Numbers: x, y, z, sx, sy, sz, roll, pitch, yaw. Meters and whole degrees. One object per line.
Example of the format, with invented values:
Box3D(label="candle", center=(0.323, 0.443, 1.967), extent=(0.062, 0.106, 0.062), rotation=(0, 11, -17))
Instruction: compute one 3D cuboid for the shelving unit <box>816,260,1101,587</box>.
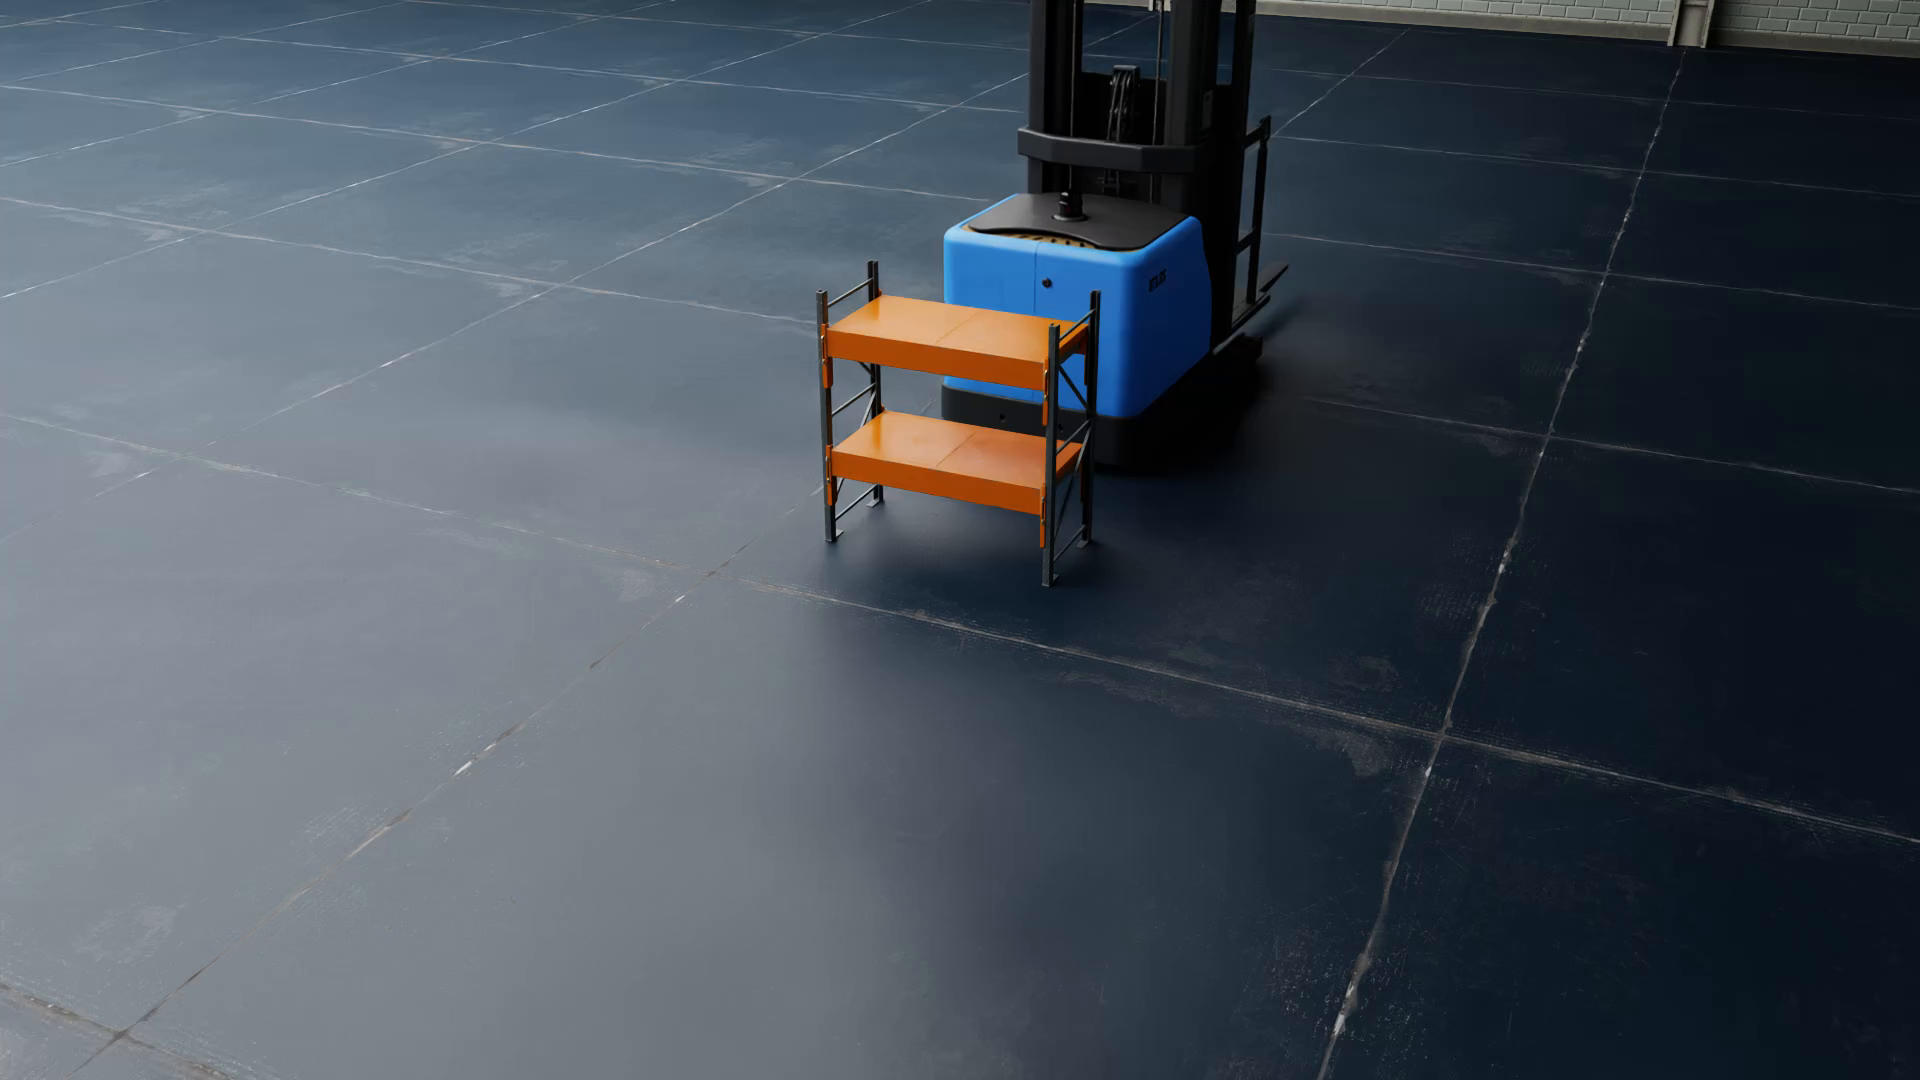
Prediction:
Box3D(label="shelving unit", center=(-0.006, -0.506, 7.004), extent=(1.048, 1.125, 0.538), rotation=(11, 28, 22))

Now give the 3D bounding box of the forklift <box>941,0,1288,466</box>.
Box3D(label="forklift", center=(1.024, -2.281, 8.564), extent=(1.130, 2.935, 3.031), rotation=(13, 29, 24))

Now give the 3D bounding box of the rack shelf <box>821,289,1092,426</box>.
Box3D(label="rack shelf", center=(-0.006, -0.768, 6.875), extent=(1.000, 0.278, 0.538), rotation=(11, 28, 22))

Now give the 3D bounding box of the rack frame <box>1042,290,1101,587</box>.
Box3D(label="rack frame", center=(0.457, -0.413, 6.815), extent=(0.032, 1.125, 0.500), rotation=(11, 28, 22))

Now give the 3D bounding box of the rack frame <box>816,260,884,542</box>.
Box3D(label="rack frame", center=(-0.469, -0.599, 7.193), extent=(0.032, 1.125, 0.500), rotation=(11, 28, 22))

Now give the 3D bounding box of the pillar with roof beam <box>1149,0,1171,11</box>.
Box3D(label="pillar with roof beam", center=(0.789, -8.875, 15.088), extent=(0.400, 9.000, 9.100), rotation=(11, 28, 22))

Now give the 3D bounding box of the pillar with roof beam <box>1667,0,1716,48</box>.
Box3D(label="pillar with roof beam", center=(6.251, -7.778, 12.860), extent=(0.400, 9.000, 9.100), rotation=(11, 28, 22))

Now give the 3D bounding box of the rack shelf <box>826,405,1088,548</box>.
Box3D(label="rack shelf", center=(-0.006, -0.287, 7.112), extent=(1.000, 0.278, 0.538), rotation=(11, 28, 22))
